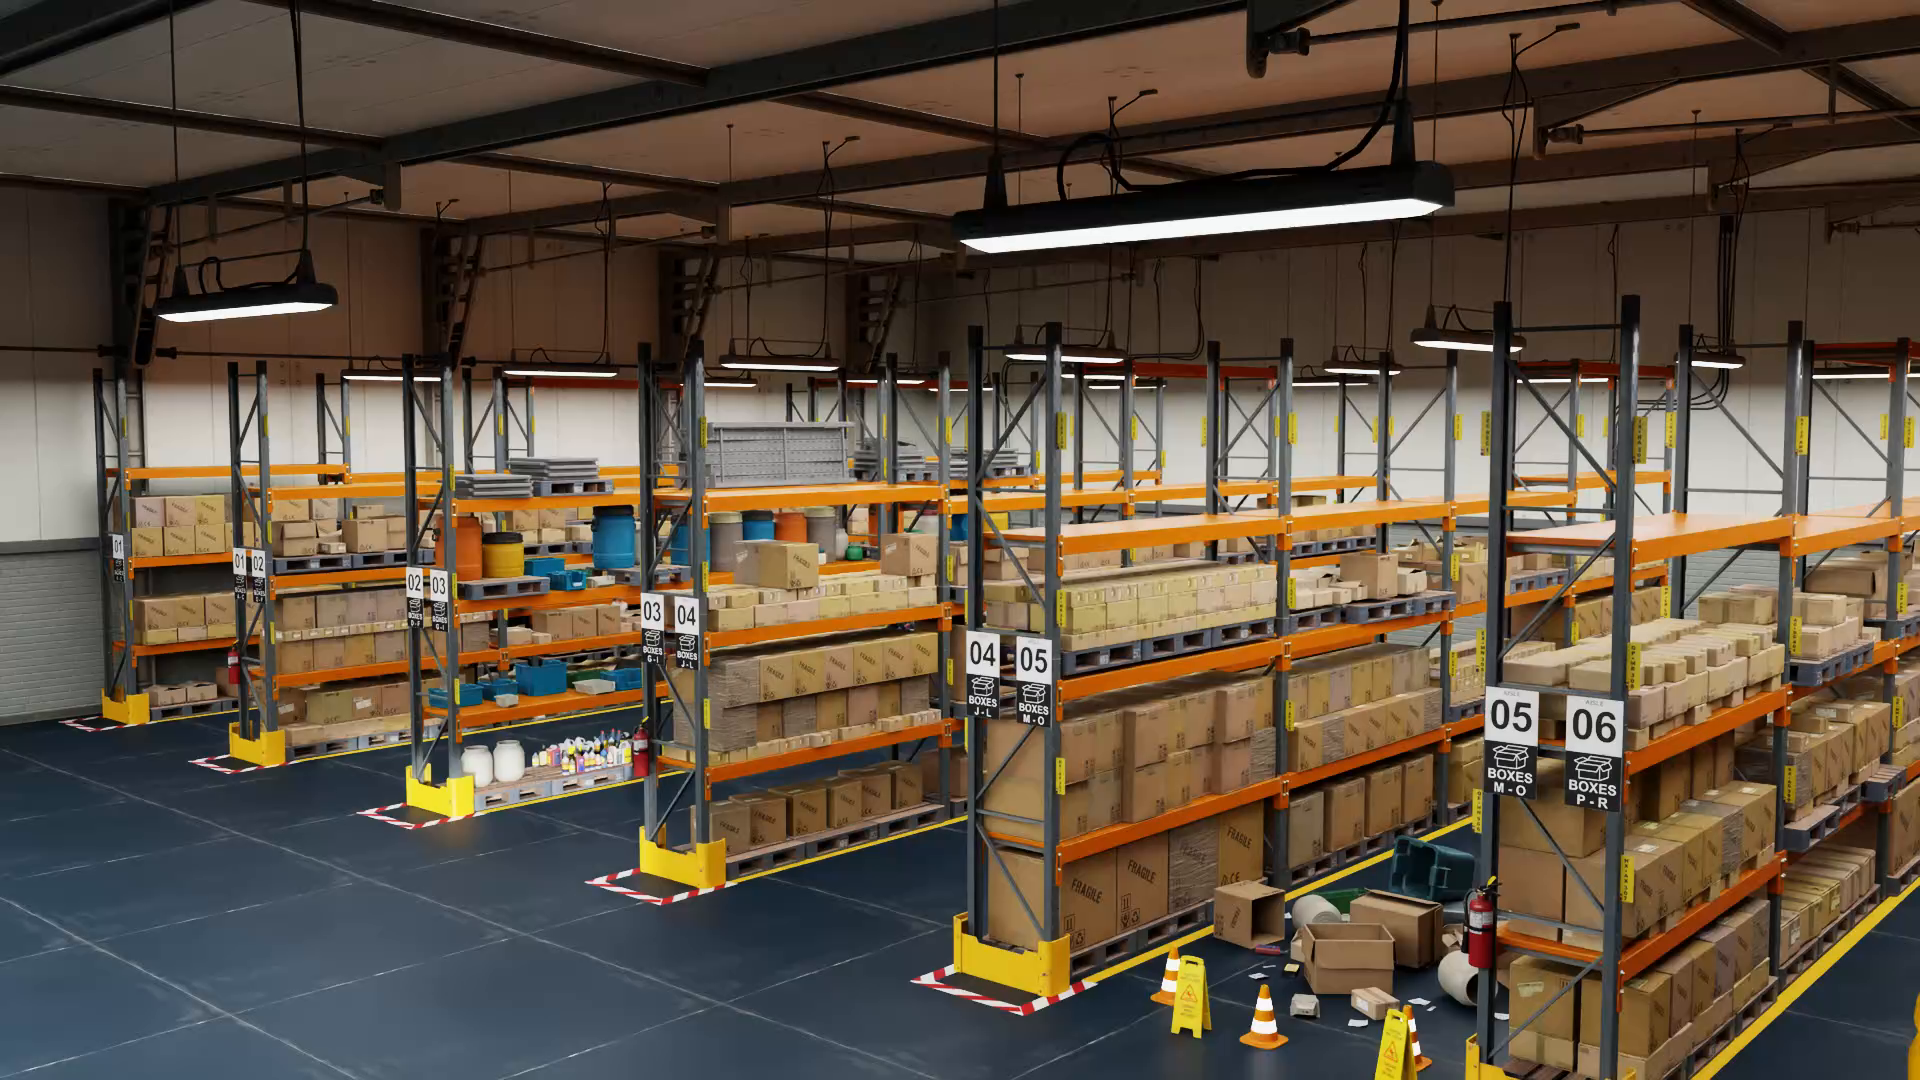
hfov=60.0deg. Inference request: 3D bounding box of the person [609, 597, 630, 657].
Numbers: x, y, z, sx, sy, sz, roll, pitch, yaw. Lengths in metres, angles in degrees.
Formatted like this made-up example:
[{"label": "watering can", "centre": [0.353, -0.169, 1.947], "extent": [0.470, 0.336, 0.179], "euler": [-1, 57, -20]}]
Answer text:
[{"label": "person", "centre": [-6.993, 1.848, 34.106], "extent": [0.550, 1.686, 0.450], "euler": [-1, 4, -15]}]
